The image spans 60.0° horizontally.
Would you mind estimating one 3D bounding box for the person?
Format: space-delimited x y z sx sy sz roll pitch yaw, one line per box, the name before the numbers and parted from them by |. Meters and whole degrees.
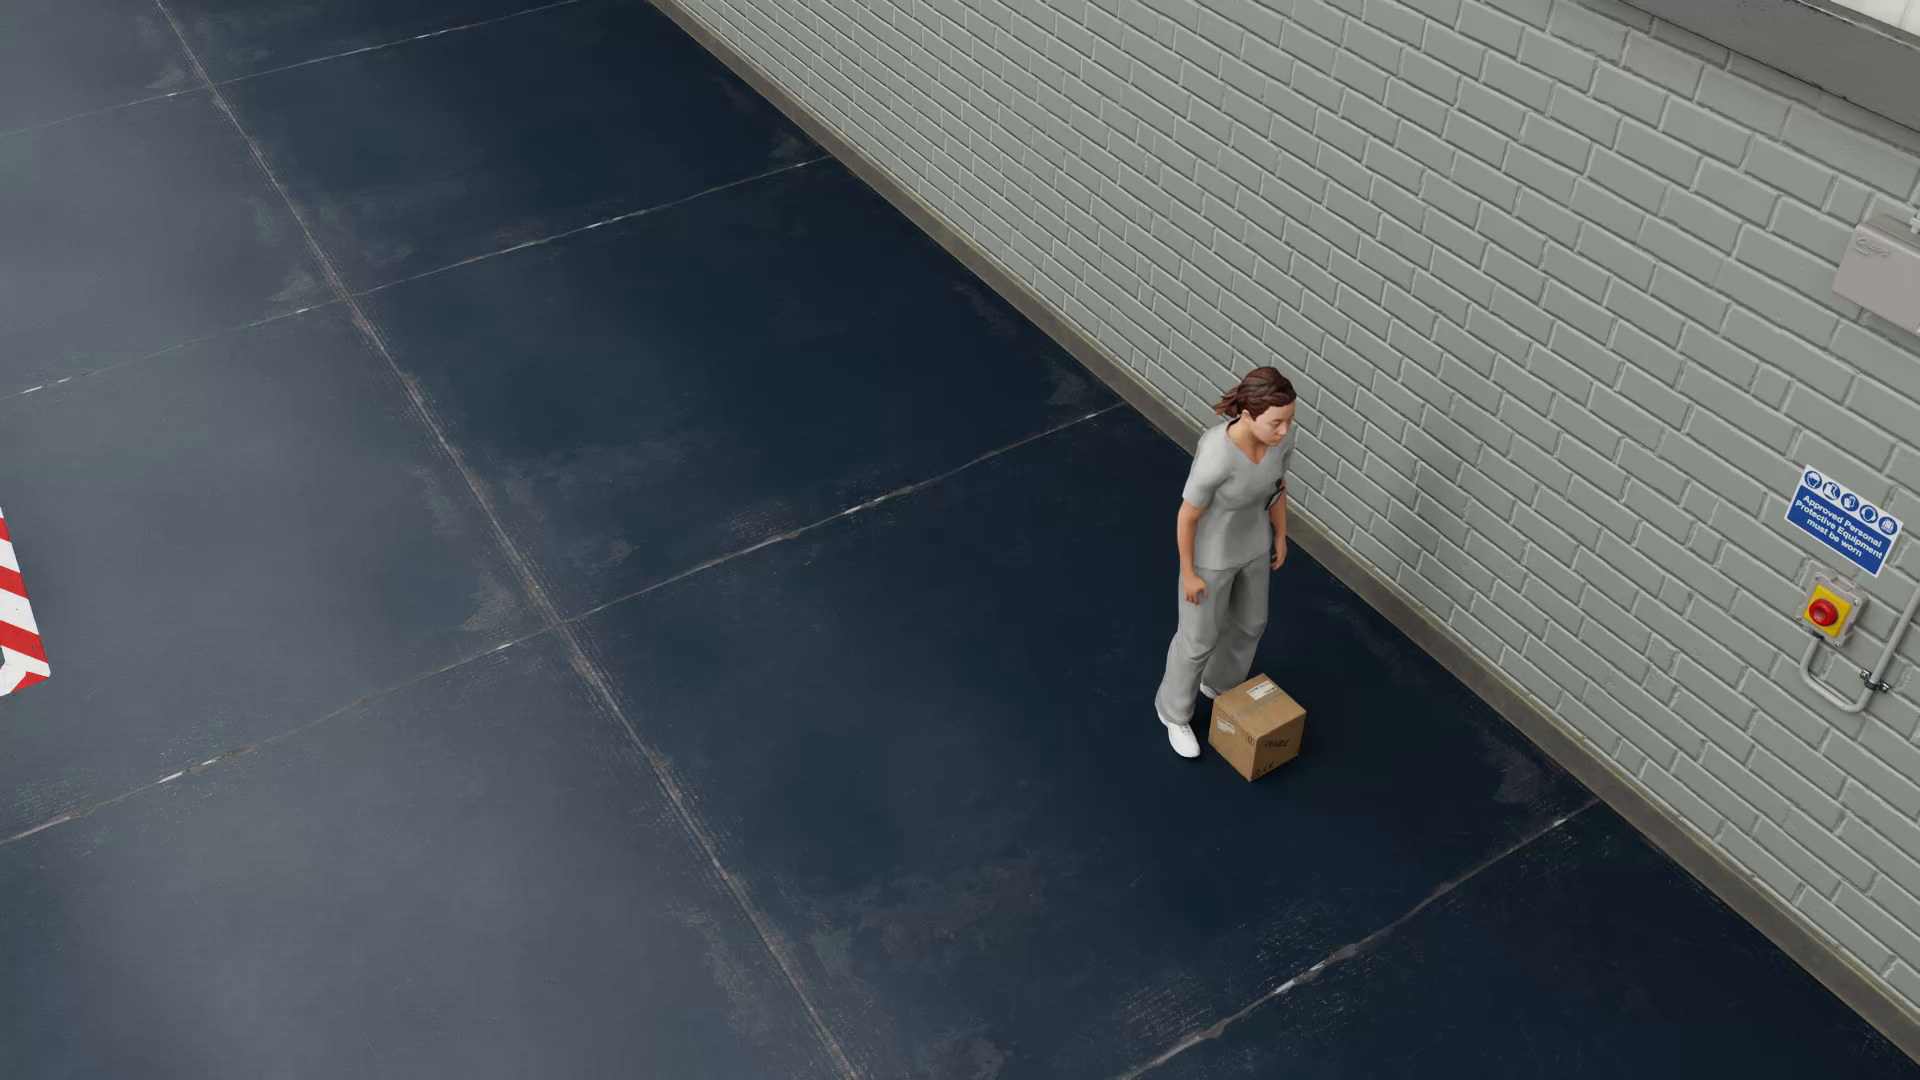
person | 0.993 0.056 6.093 0.488 1.673 0.359 -22 46 -24
